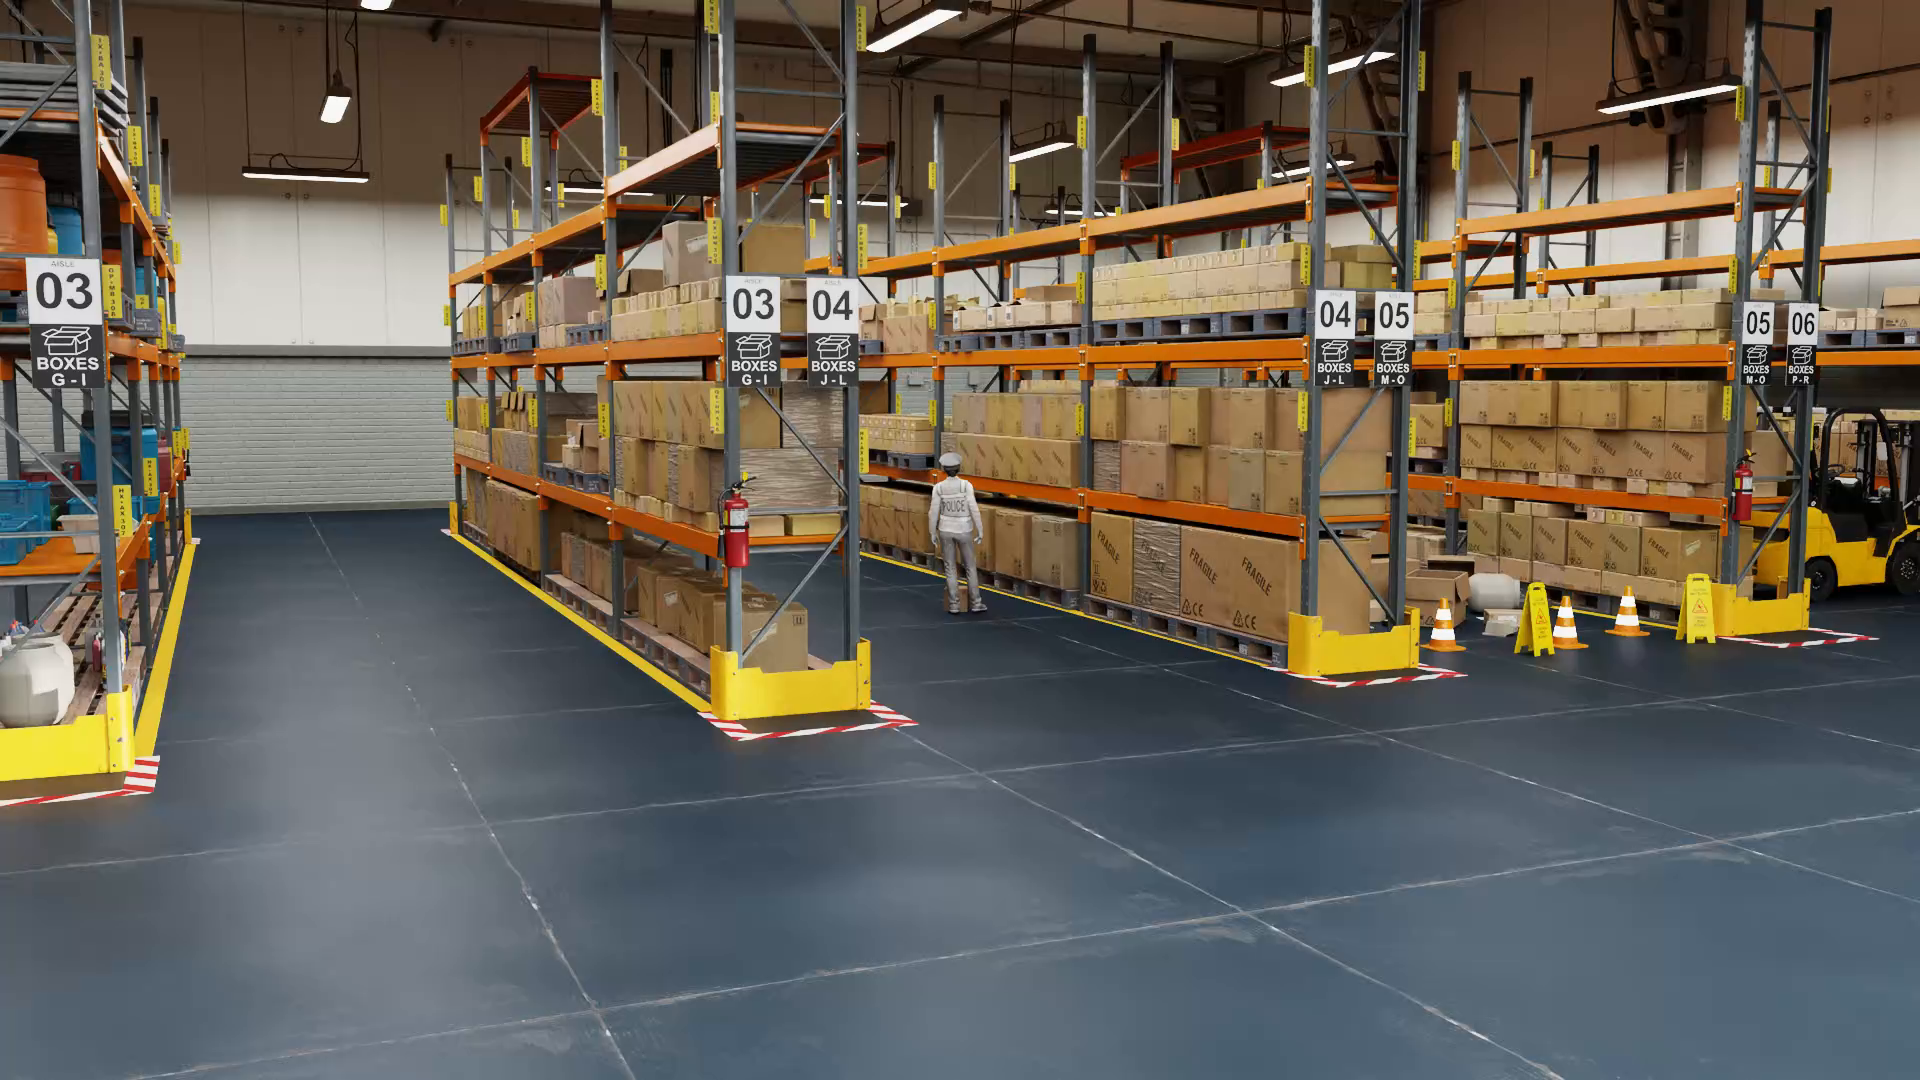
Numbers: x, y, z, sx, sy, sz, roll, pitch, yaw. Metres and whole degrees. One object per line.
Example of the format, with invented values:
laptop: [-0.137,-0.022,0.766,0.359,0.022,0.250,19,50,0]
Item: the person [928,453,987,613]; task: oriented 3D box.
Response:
person: [-0.032,-0.078,17.546,0.587,1.694,0.530,1,6,9]
